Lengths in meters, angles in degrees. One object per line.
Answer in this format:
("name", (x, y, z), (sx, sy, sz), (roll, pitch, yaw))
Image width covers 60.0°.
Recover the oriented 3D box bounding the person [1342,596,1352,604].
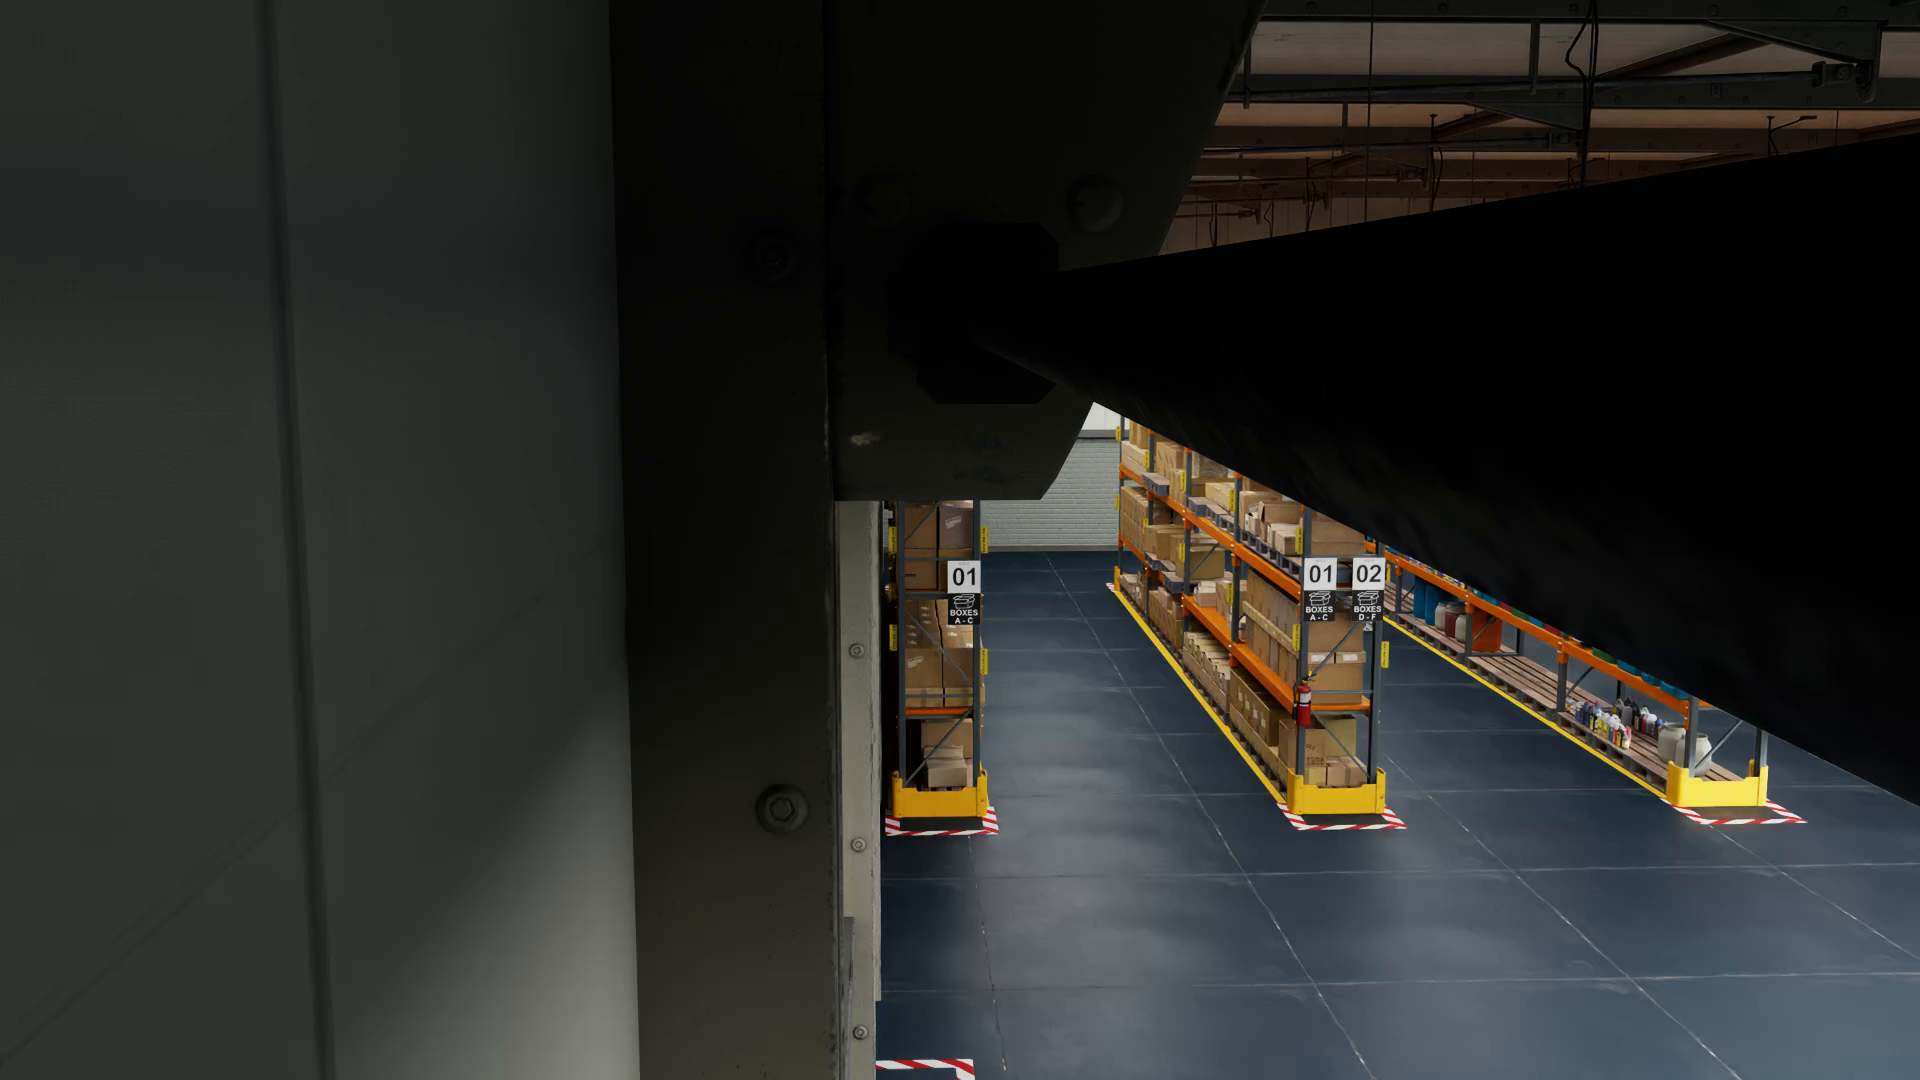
("person", (7.657, 0.909, 32.418), (0.473, 1.663, 0.353), (-7, 11, -40))
